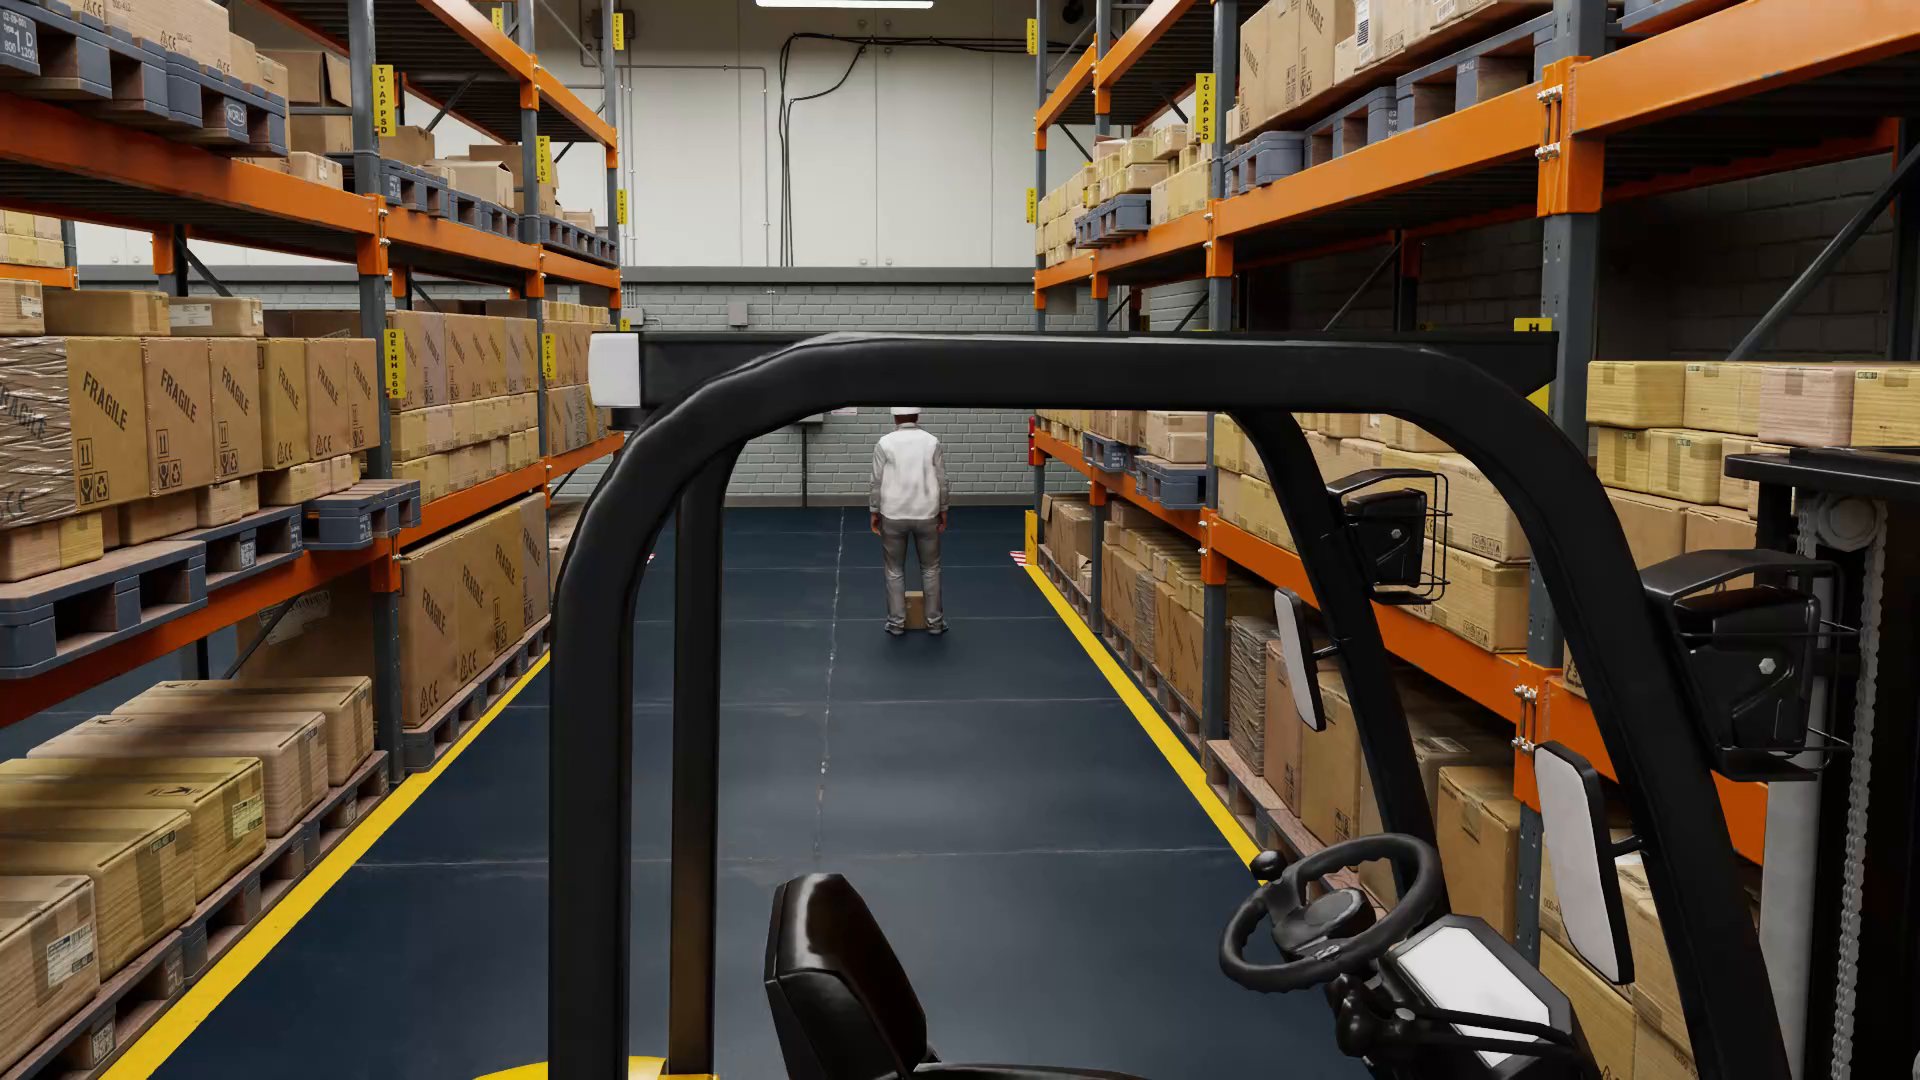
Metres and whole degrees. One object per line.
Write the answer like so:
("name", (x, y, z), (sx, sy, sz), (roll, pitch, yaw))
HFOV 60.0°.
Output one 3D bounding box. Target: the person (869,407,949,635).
("person", (-0.372, -0.193, 12.243), (0.593, 1.773, 0.457), (-1, 7, -7))
